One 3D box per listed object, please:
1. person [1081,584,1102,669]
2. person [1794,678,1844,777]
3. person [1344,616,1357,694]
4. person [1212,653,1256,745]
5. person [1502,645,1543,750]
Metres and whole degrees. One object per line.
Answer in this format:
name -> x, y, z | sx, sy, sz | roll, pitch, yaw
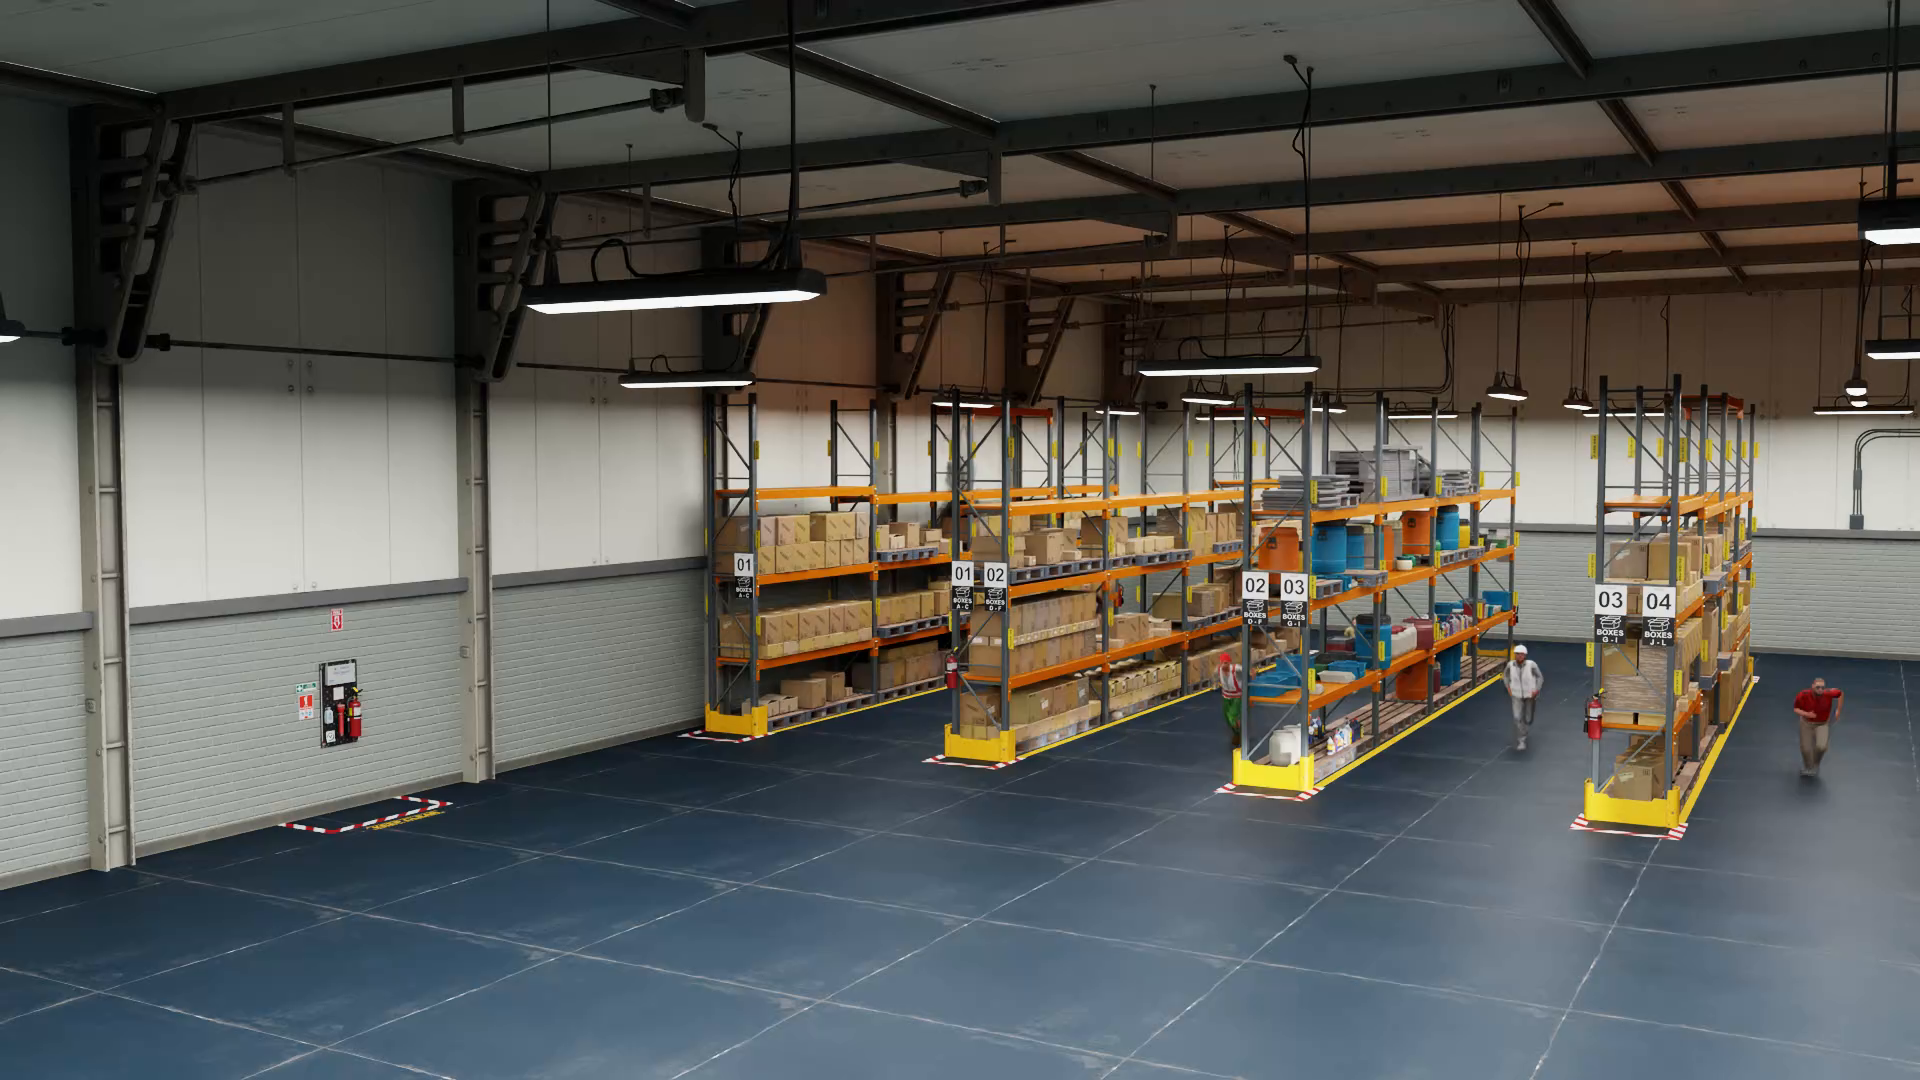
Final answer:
person -> 2.775, 1.866, 36.794 | 0.641, 1.895, 0.876 | 1, 3, 20
person -> 13.056, 2.850, 25.307 | 0.701, 1.564, 0.954 | 1, 3, 20
person -> 8.290, 2.362, 34.526 | 0.613, 1.617, 1.004 | 1, 3, 22
person -> 4.593, 2.675, 27.893 | 0.695, 1.618, 0.931 | 2, 4, 35
person -> 9.524, 2.635, 28.151 | 0.665, 1.764, 0.922 | 1, 3, 22
